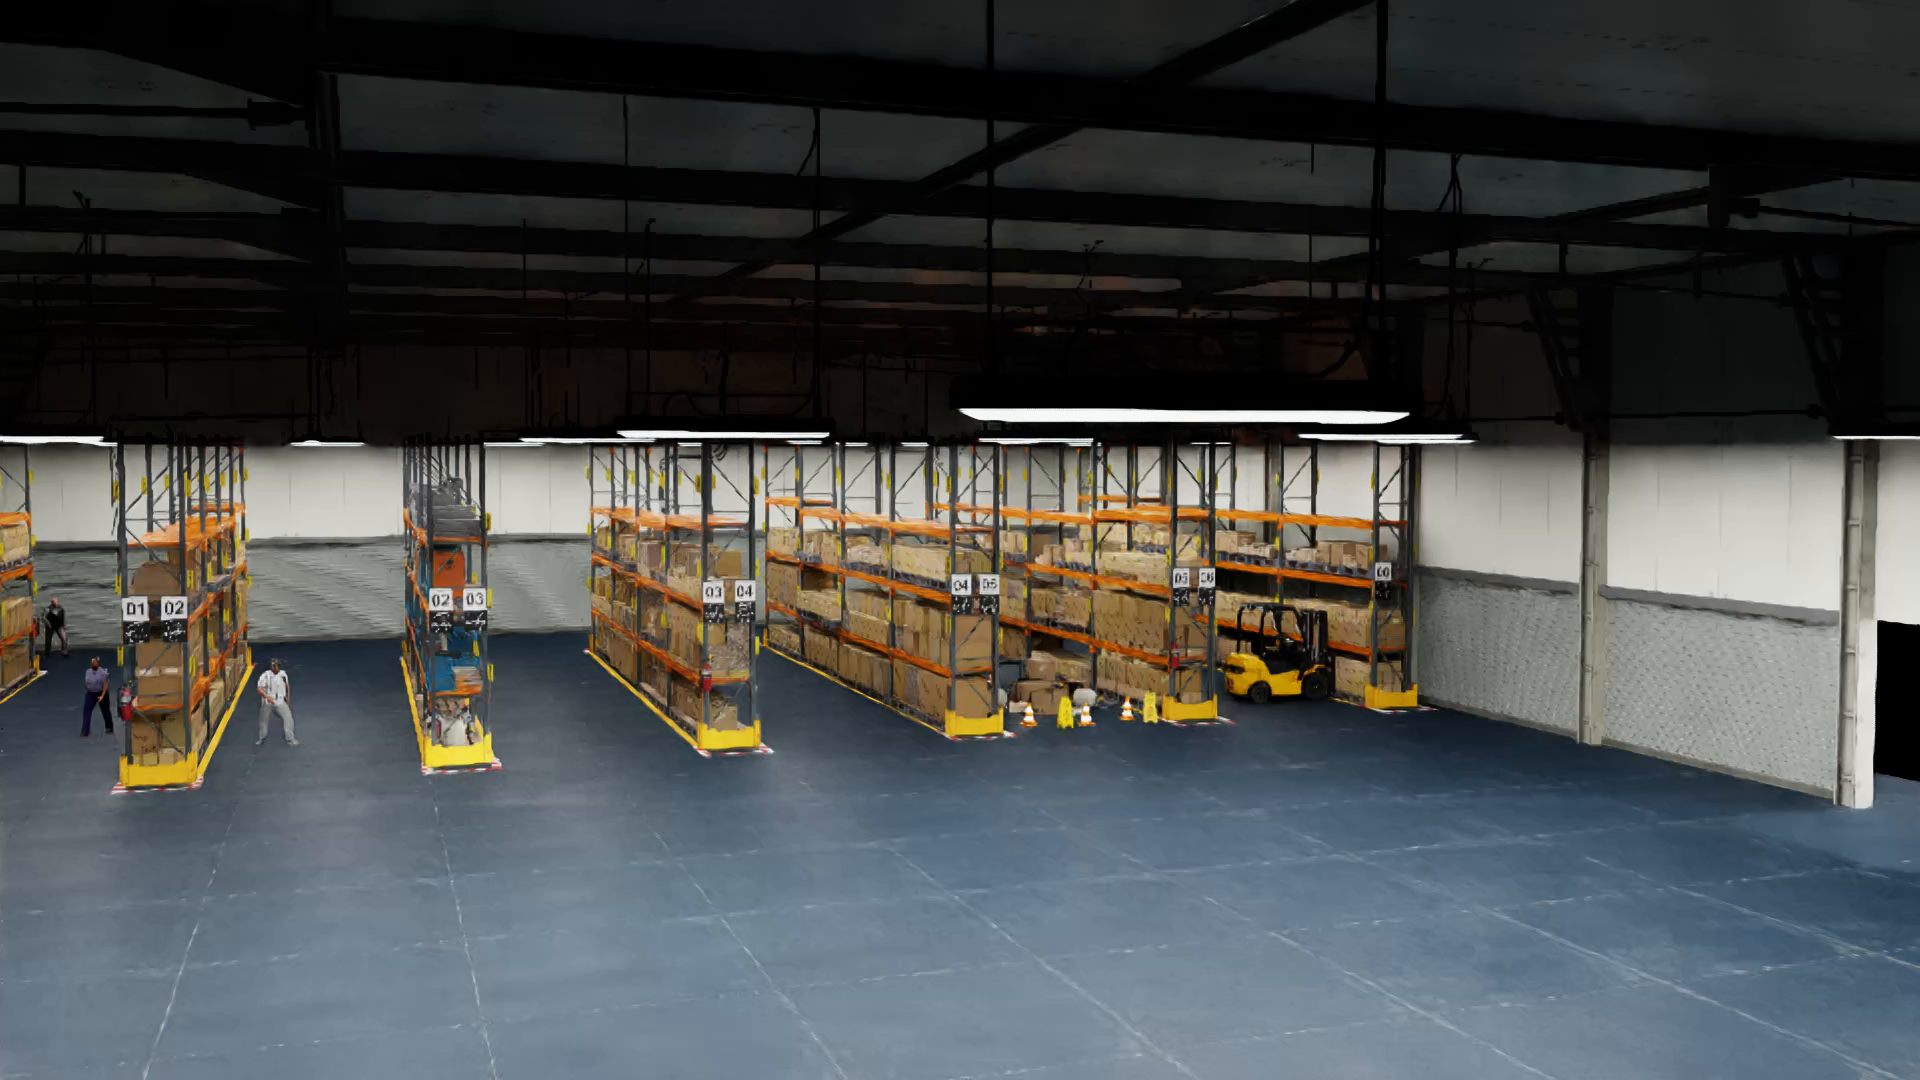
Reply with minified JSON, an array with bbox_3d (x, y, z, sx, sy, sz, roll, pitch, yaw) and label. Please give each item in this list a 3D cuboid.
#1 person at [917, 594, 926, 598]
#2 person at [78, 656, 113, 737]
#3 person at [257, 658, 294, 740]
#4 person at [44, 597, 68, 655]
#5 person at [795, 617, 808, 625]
[{"bbox_3d":[-1.223,1.887,54.470,0.489,1.643,0.685,3,4,42],"label":"person"},{"bbox_3d":[-17.118,3.093,32.989,0.479,1.564,0.993,-1,3,-10],"label":"person"},{"bbox_3d":[-13.178,3.055,31.943,0.655,1.613,0.812,-3,4,-38],"label":"person"},{"bbox_3d":[-24.712,2.347,45.426,0.573,1.608,0.842,-2,4,-37],"label":"person"},{"bbox_3d":[-4.720,2.143,49.658,0.567,1.666,0.615,-3,4,-39],"label":"person"}]
